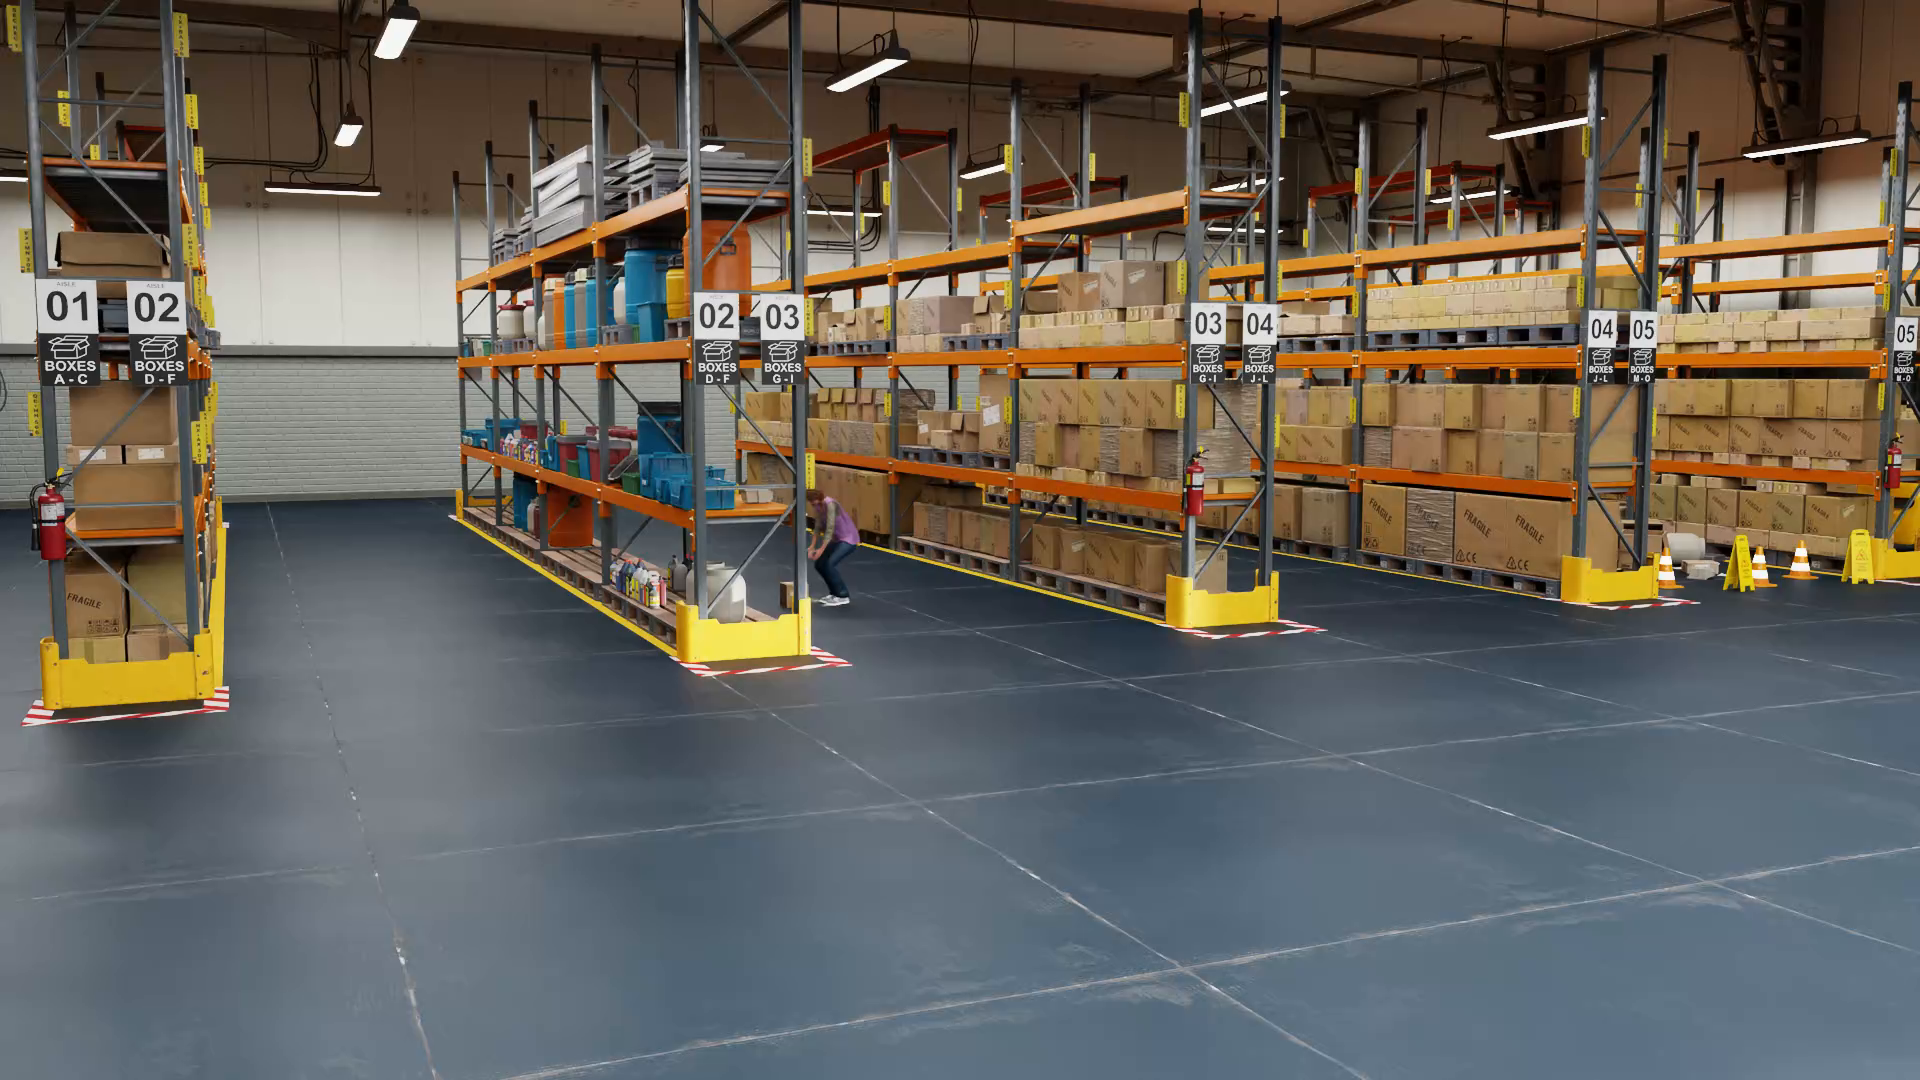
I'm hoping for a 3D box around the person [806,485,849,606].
[{"bbox_3d":[-1.402,0.050,18.141,0.626,1.325,0.462,-2,6,-23],"label":"person"}]
